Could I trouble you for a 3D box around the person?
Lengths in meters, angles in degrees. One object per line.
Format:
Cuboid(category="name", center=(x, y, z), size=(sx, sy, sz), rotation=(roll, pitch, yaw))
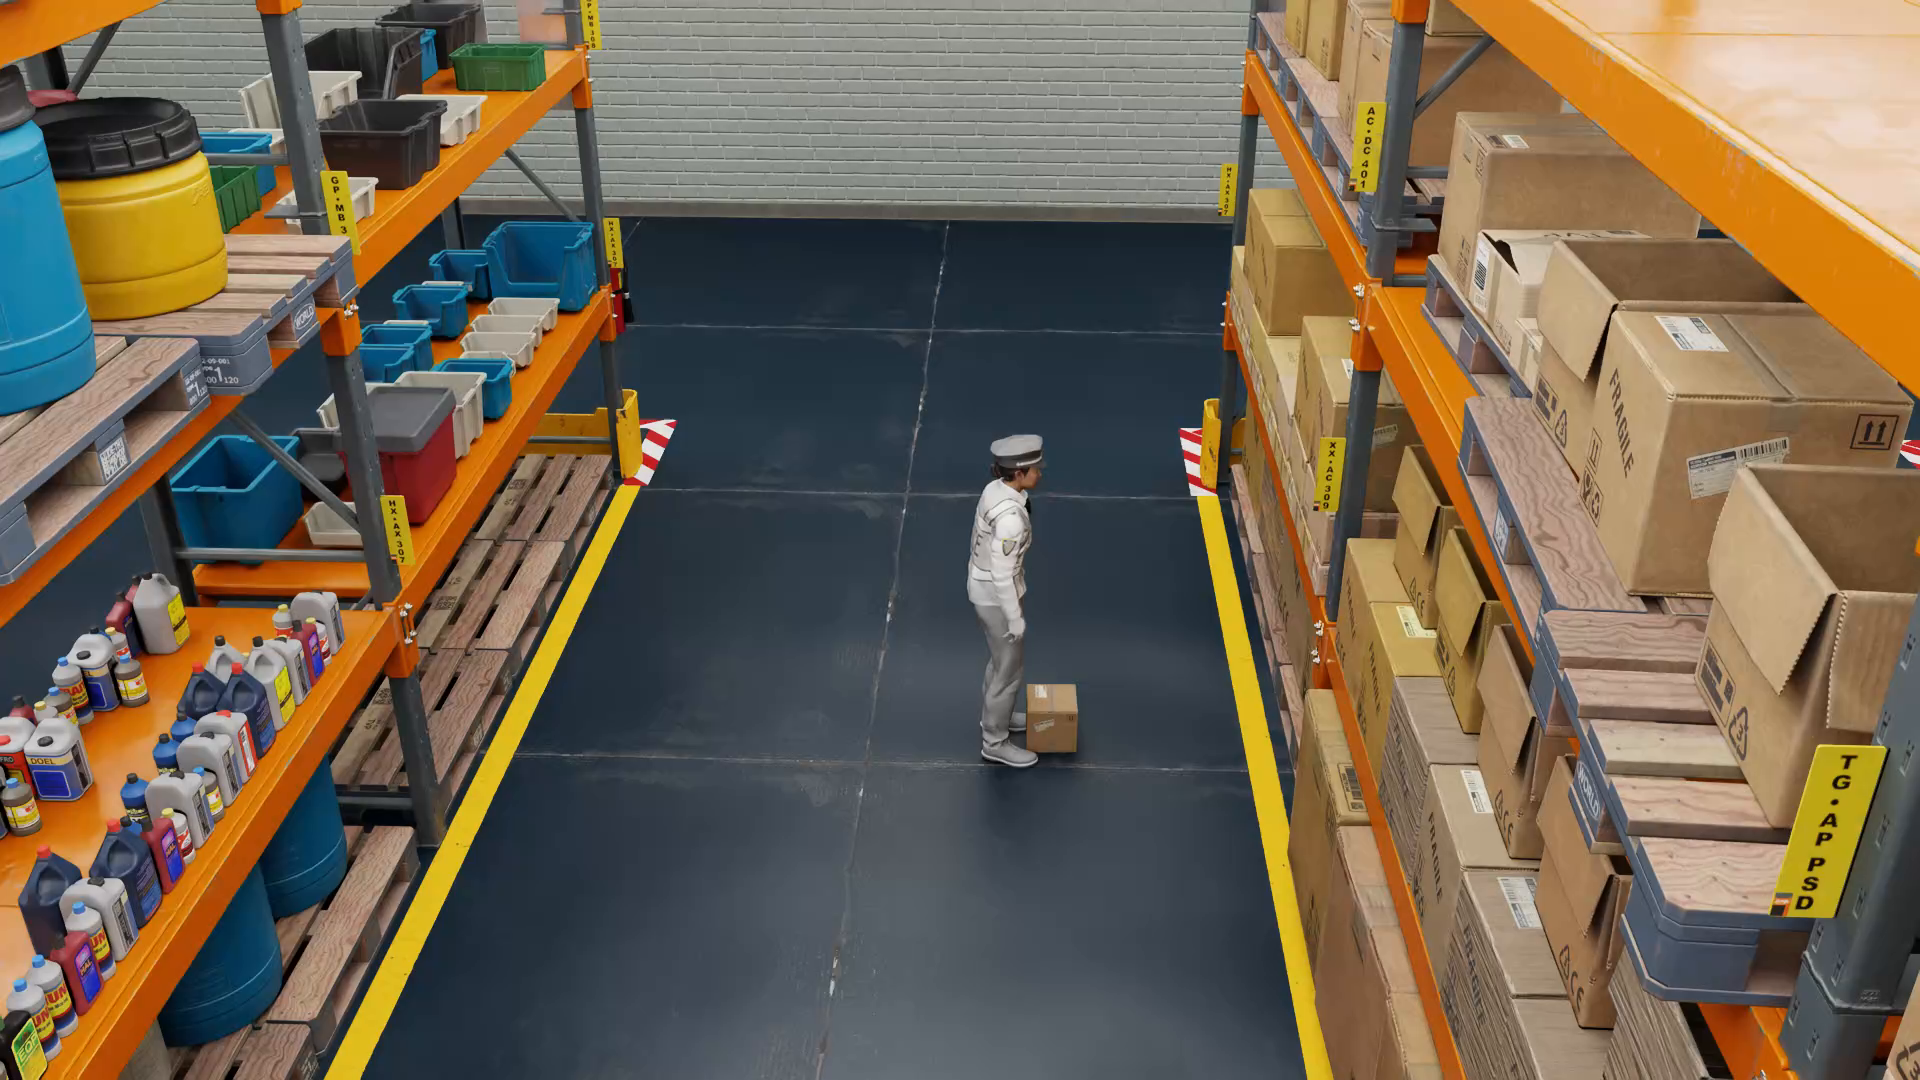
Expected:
Cuboid(category="person", center=(0.222, 0.275, 8.101), size=(0.371, 1.666, 0.547), rotation=(-1, 28, -1))
